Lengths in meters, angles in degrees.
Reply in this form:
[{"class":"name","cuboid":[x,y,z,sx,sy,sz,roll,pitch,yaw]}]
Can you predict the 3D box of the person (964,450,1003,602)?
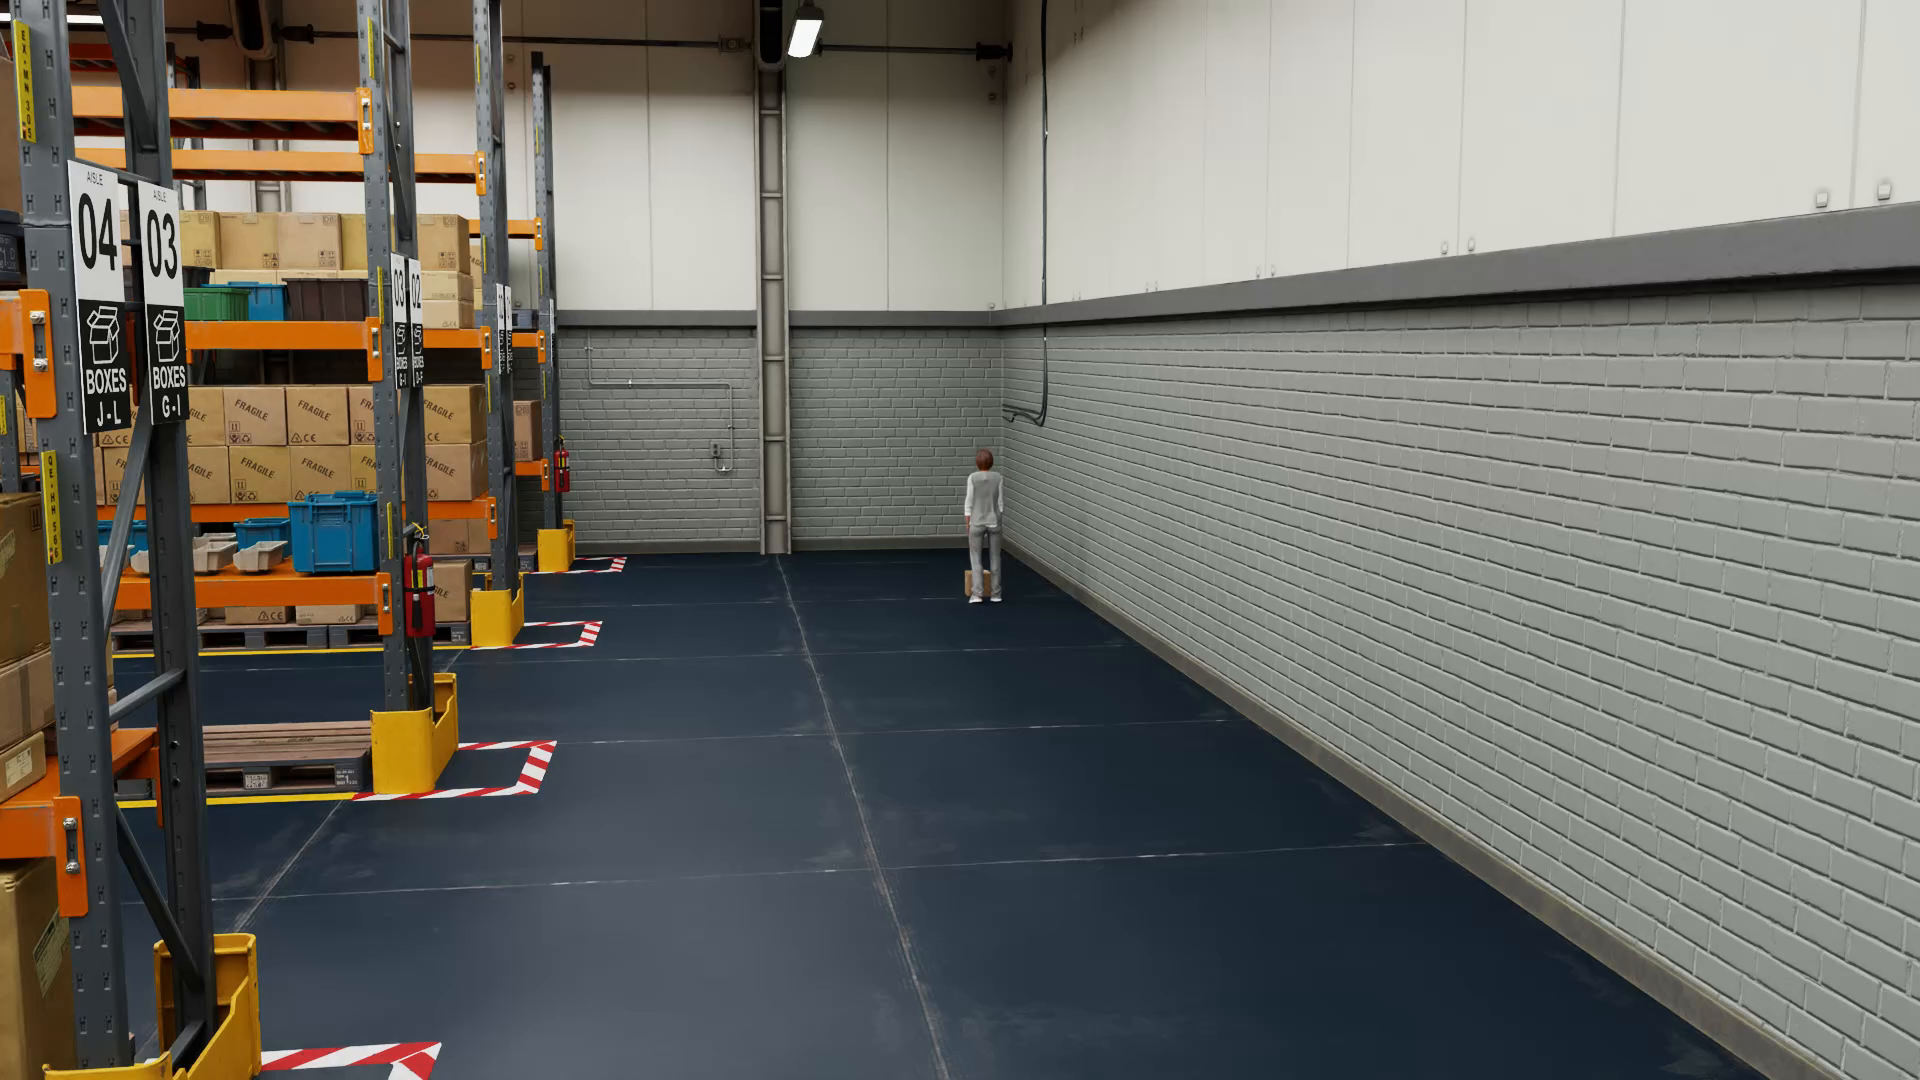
[{"class":"person","cuboid":[0.248,-0.135,17.276,0.407,1.588,0.299,-1,7,-8]}]
